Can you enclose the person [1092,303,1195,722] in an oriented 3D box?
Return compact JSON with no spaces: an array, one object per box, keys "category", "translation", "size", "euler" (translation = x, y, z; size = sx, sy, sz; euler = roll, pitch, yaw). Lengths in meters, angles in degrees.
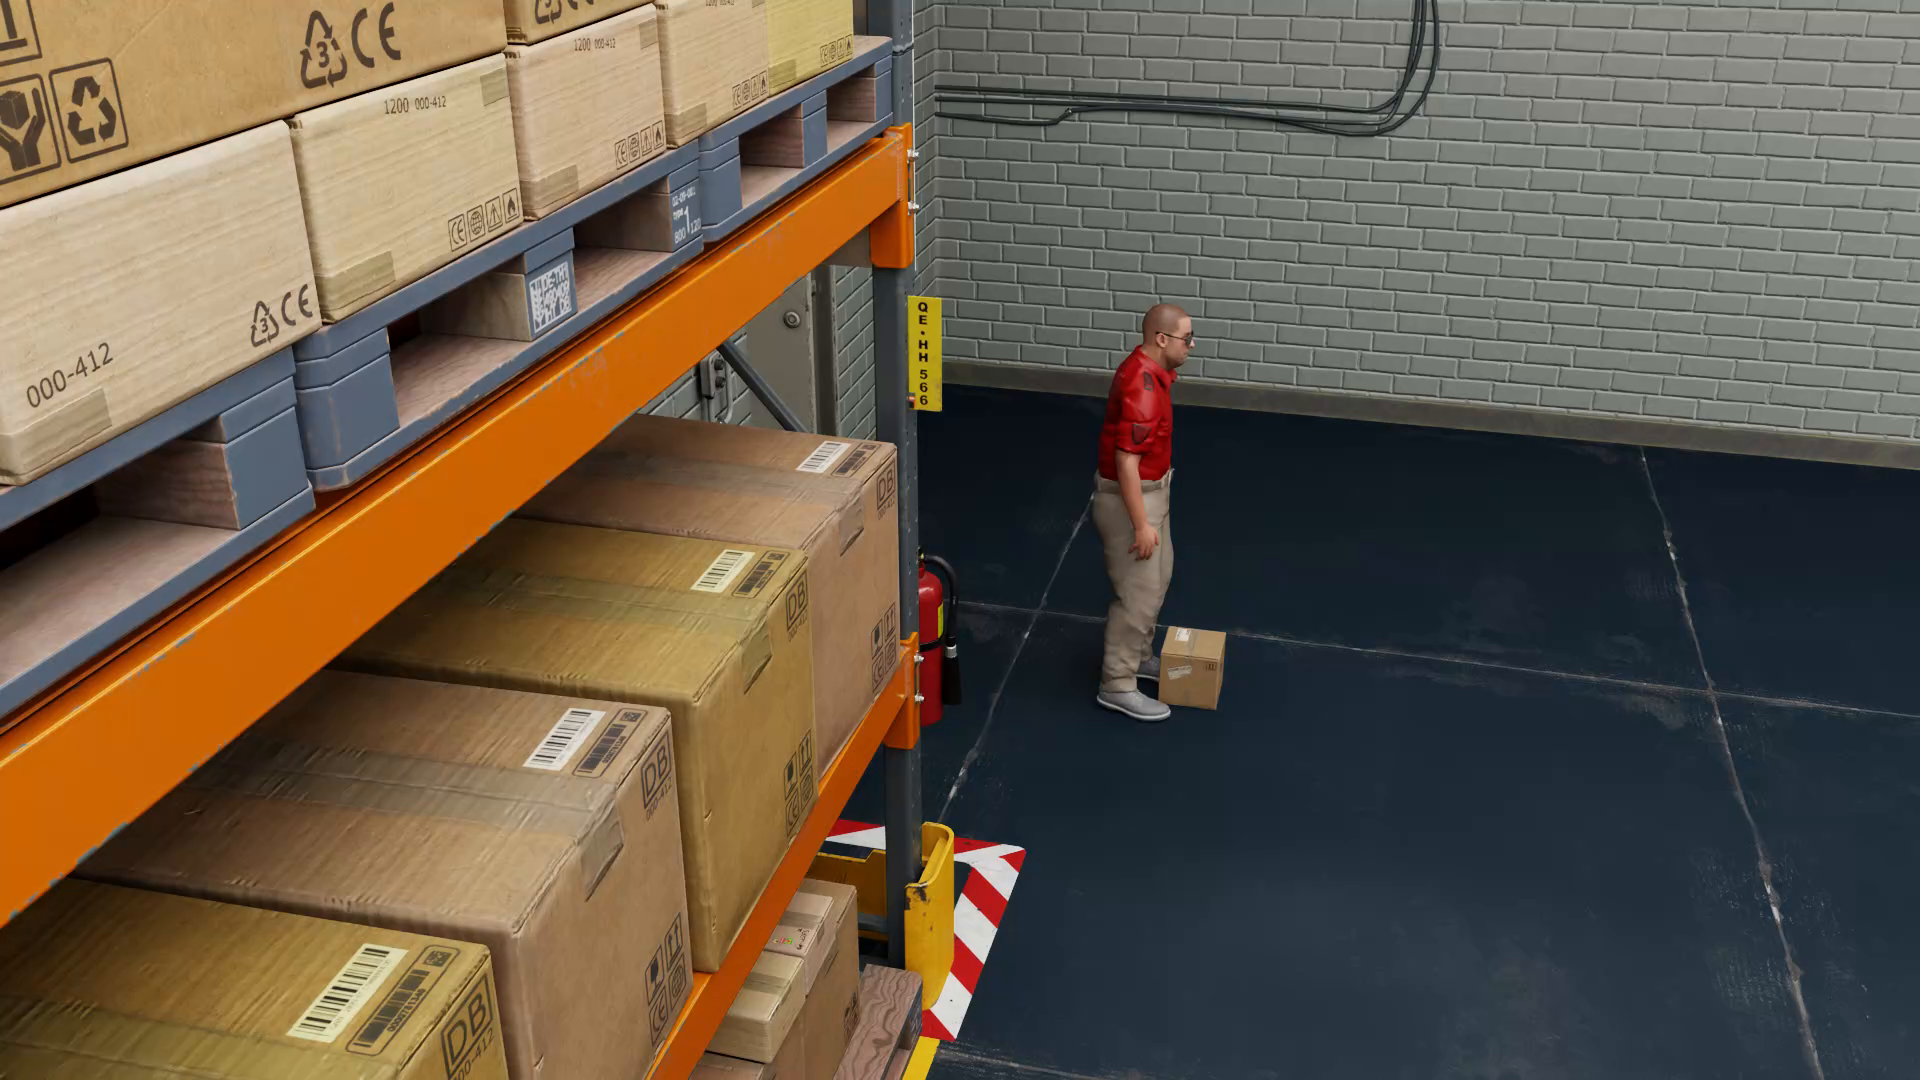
[{"category":"person","translation":[0.776,-0.143,6.928],"size":[0.435,1.726,0.606],"euler":[5,26,10]}]
